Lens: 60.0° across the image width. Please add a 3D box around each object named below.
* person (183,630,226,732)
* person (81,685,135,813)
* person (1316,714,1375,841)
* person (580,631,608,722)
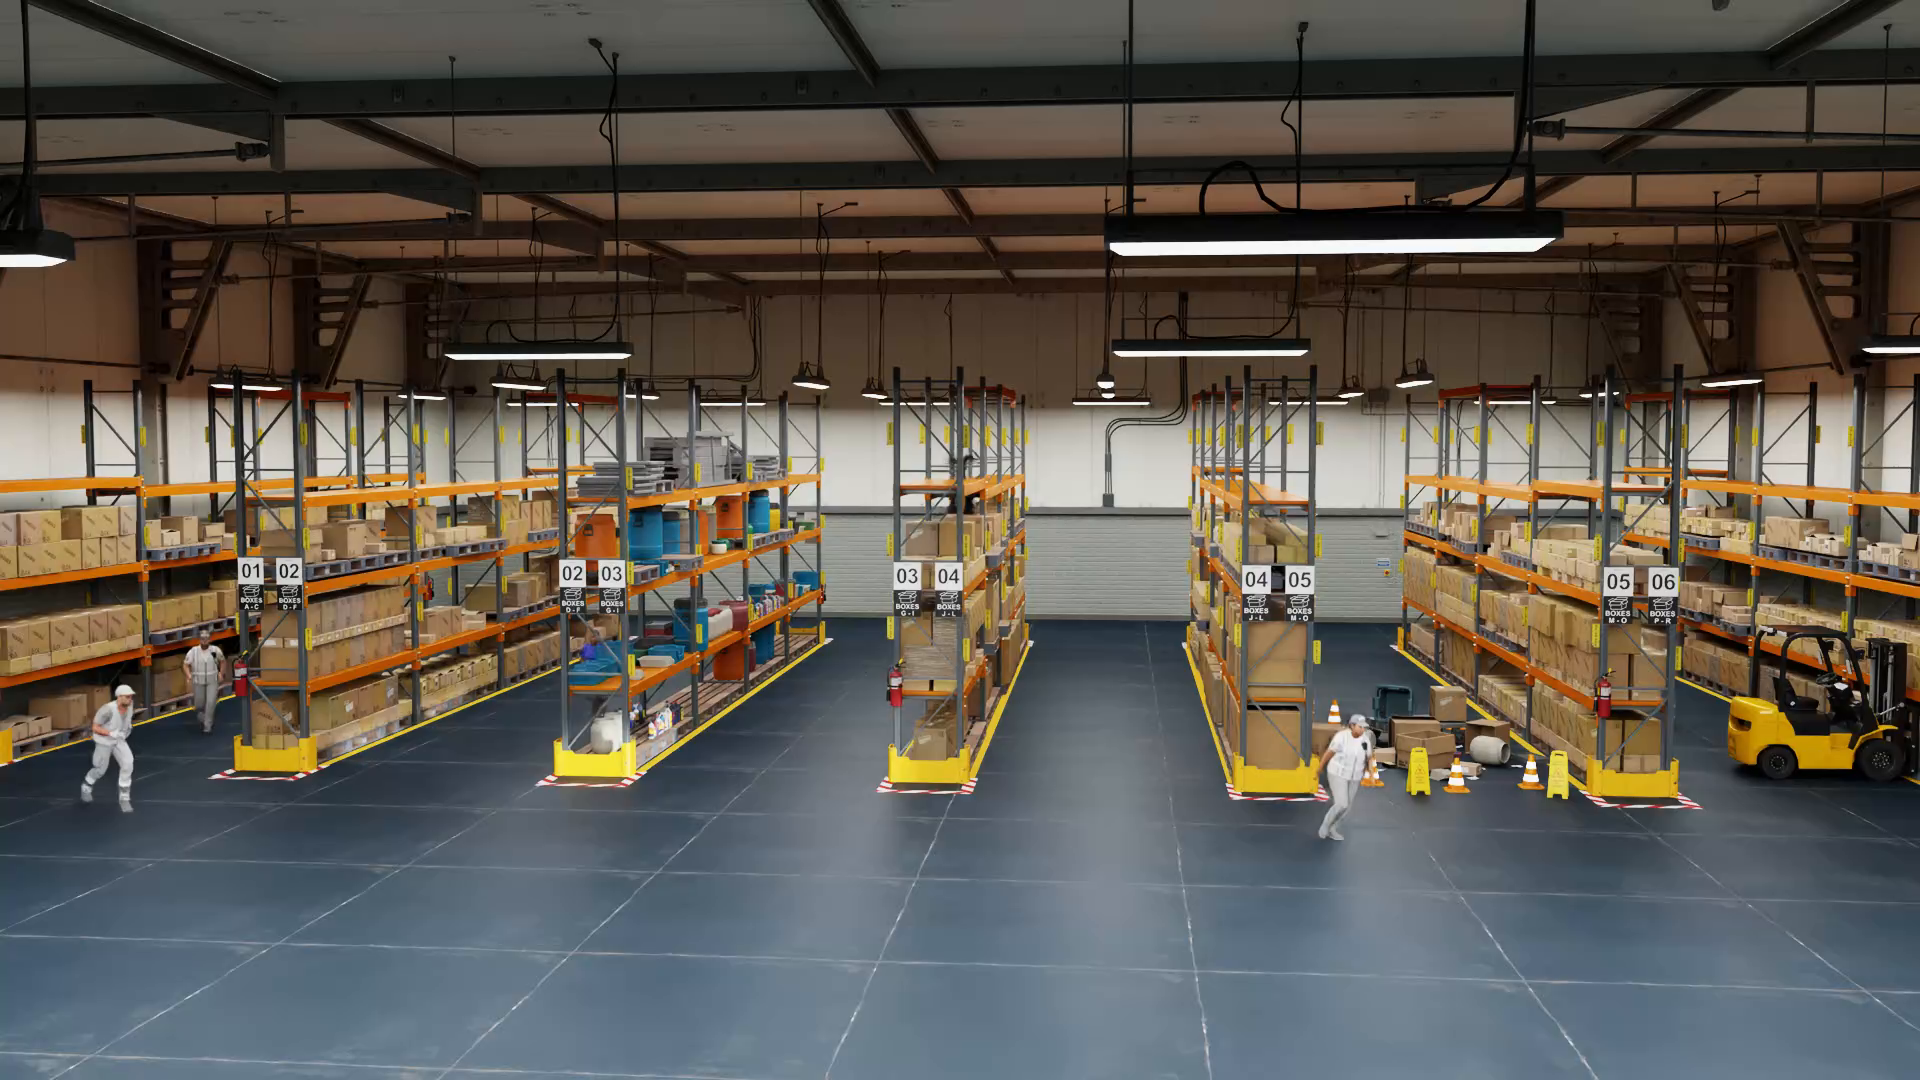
[{"bbox_3d":[-12.856,2.382,28.328,0.670,1.735,0.715,-2,4,-26],"label":"person"},{"bbox_3d":[-11.460,2.785,22.358,1.043,1.733,0.695,2,4,25],"label":"person"},{"bbox_3d":[4.766,2.929,20.505,0.621,1.608,0.655,-1,4,-19],"label":"person"},{"bbox_3d":[-6.417,2.388,29.426,0.564,1.608,0.558,1,4,13],"label":"person"}]
